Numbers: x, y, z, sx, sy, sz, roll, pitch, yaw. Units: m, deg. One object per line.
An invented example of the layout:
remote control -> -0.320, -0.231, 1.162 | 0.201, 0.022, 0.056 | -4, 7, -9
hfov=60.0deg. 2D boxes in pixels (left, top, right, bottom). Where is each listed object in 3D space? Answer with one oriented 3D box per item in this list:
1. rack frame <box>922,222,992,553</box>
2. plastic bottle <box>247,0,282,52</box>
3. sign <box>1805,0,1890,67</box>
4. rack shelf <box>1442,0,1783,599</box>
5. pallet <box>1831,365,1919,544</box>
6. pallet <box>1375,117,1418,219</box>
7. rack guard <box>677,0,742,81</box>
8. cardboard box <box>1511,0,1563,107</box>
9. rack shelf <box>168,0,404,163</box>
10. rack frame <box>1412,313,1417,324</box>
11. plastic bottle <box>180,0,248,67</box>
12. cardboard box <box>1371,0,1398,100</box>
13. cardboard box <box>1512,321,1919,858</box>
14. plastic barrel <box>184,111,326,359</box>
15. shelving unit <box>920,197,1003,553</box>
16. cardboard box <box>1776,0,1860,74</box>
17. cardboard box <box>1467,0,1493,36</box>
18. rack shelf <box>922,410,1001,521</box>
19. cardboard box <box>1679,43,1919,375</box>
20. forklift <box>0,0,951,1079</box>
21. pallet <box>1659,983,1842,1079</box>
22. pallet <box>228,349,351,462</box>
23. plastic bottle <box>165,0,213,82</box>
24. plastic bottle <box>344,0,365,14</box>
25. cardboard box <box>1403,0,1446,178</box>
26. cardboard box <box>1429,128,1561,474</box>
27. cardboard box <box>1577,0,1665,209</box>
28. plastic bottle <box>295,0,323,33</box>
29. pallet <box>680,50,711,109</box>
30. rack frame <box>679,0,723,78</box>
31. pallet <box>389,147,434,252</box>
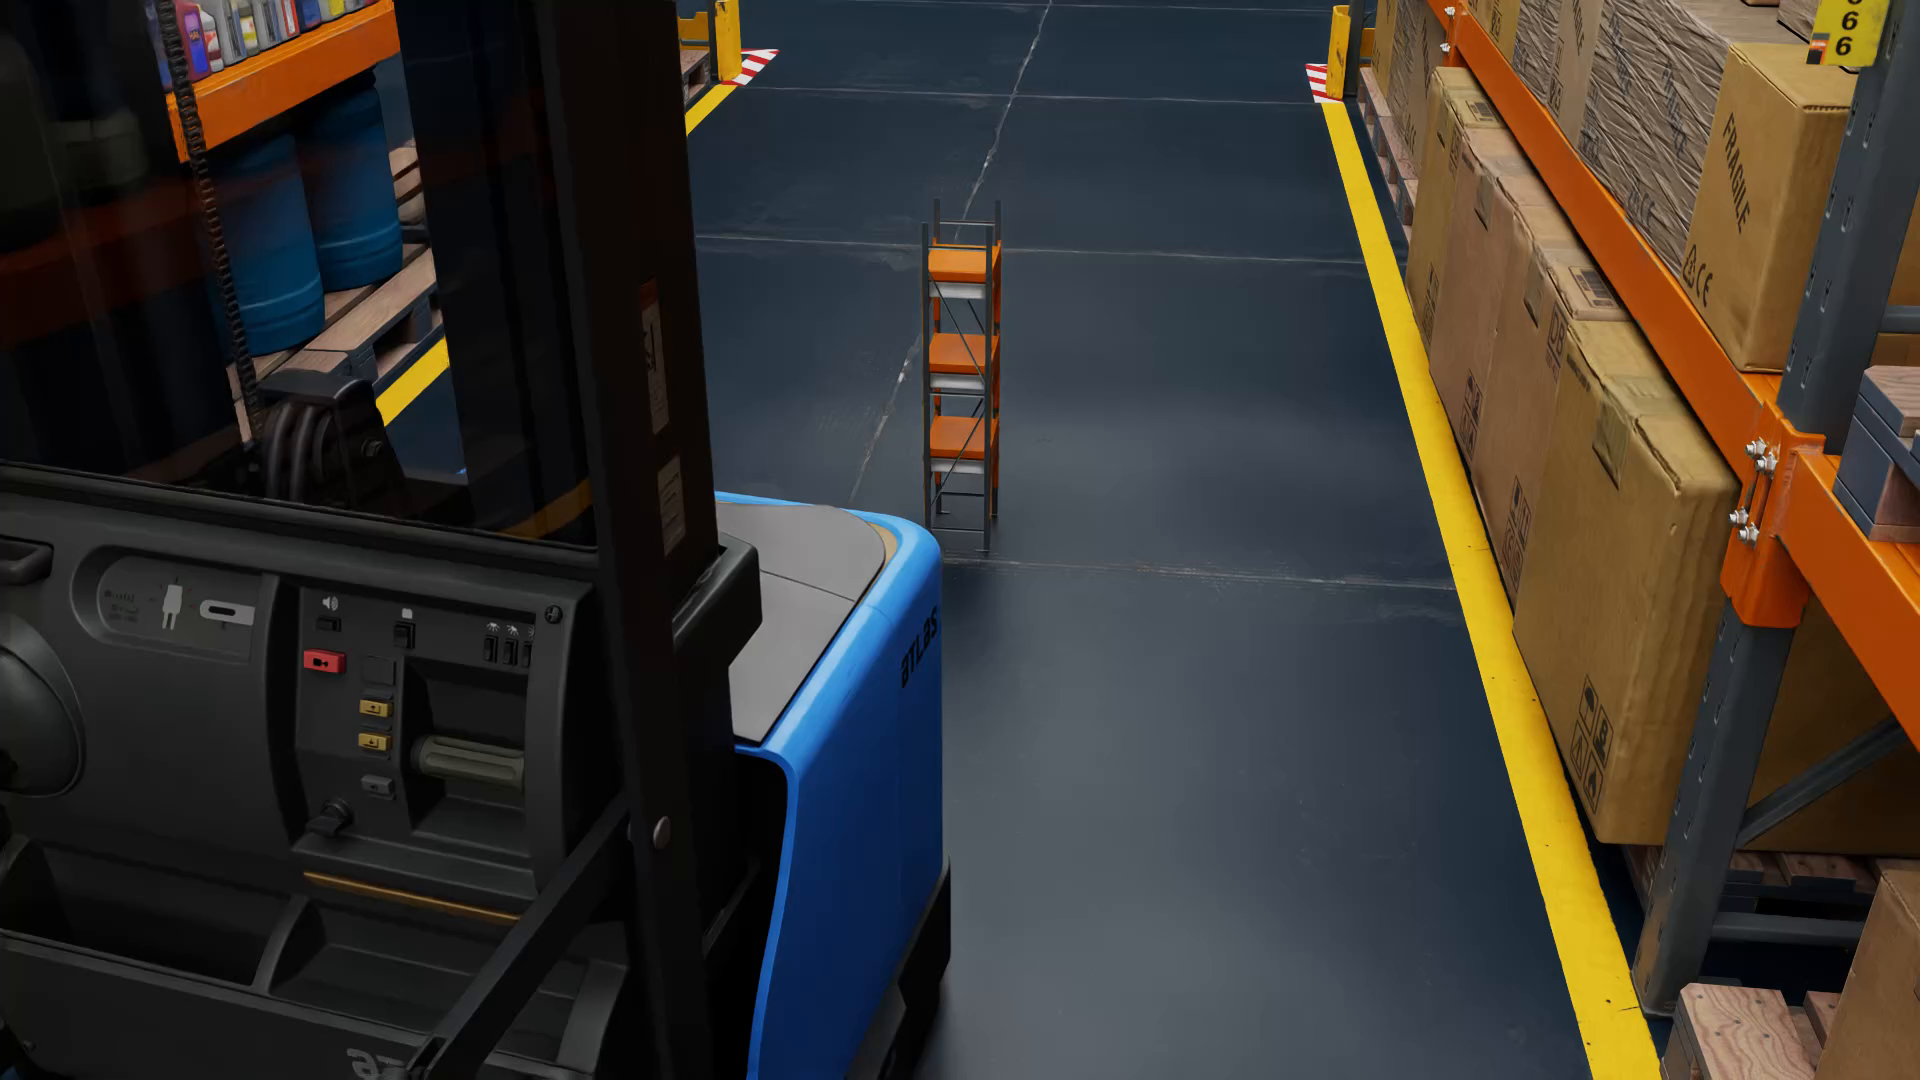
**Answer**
rack frame -> -0.008, -0.430, 4.941 | 0.200, 1.050, 0.008 | 3, 28, 6
plastic bottle -> -2.366, -1.776, 5.514 | 0.152, 0.276, 0.135 | 3, 28, 6
sign -> 1.359, -0.877, 2.495 | 0.100, 0.325, 0.005 | 3, 28, 6
rack shelf -> 2.156, -0.961, 4.630 | 1.077, 0.370, 4.000 | 3, 28, 6
pallet -> 1.929, 0.089, 2.124 | 1.213, 0.211, 1.003 | 3, 28, 6
pallet -> 2.718, -1.921, 8.593 | 1.003, 0.211, 1.213 | 3, 28, 6
rack guard -> -2.035, -3.302, 10.852 | 1.175, 0.500, 0.348 | 3, 28, 6
cardboard box -> 1.974, -1.589, 4.932 | 0.500, 0.500, 0.500 | 3, 28, 5
rack shelf -> -2.760, -1.249, 5.165 | 1.077, 0.370, 4.000 | 3, 28, 6
rack frame -> 2.401, -2.219, 6.207 | 1.000, 3.000, 0.127 | 3, 28, 6
plastic bottle -> -2.394, -1.667, 5.312 | 0.152, 0.276, 0.135 | 3, 28, 6
cardboard box -> 2.892, -3.046, 9.539 | 0.875, 0.875, 0.875 | 3, 28, 6
cardboard box -> 2.016, 0.090, 3.717 | 1.225, 0.875, 0.875 | 2, 28, 4
plastic barrel -> -2.685, -1.180, 6.047 | 0.600, 0.901, 0.708 | 3, 28, 6
shelving unit -> 0.007, -0.487, 5.048 | 0.215, 1.050, 0.252 | 3, 28, 6
cardboard box -> 2.016, -1.165, 3.088 | 0.797, 0.503, 0.637 | 4, 29, 8
cardboard box -> 2.096, -2.062, 5.808 | 0.500, 0.500, 0.500 | 3, 29, 6
rack shelf -> 0.007, -0.233, 5.185 | 0.215, 0.259, 0.240 | 3, 28, 6
cardboard box -> 1.725, -0.627, 3.146 | 0.500, 0.500, 0.500 | 4, 29, 8
forklift -> -0.924, 0.222, 1.747 | 1.130, 2.935, 3.031 | 8, 29, 14
pallet -> 1.813, 1.259, 2.691 | 1.003, 0.211, 1.213 | 3, 28, 6
pallet -> -2.798, -0.343, 5.664 | 1.003, 0.211, 1.213 | 3, 28, 6
plastic bottle -> -2.377, -1.558, 5.103 | 0.061, 0.283, 0.133 | 3, 28, 6
plastic bottle -> -2.287, -2.076, 6.072 | 0.152, 0.276, 0.135 | 3, 28, 6
cardboard box -> 2.671, -2.199, 7.966 | 0.875, 0.875, 0.875 | 3, 28, 6
cardboard box -> 2.233, -0.746, 5.269 | 1.225, 0.875, 0.875 | 2, 28, 4
cardboard box -> 1.852, -1.106, 4.035 | 0.500, 0.500, 0.500 | 2, 28, 5
plastic bottle -> -2.326, -1.947, 5.753 | 0.144, 0.351, 0.185 | 3, 28, 6
pallet -> -2.164, -2.777, 10.181 | 1.003, 0.211, 1.213 | 3, 28, 6
rack frame -> -2.025, -4.390, 10.236 | 1.000, 3.000, 0.127 | 3, 28, 6
pallet -> -2.463, -1.628, 8.049 | 1.003, 0.211, 1.213 | 3, 28, 6
